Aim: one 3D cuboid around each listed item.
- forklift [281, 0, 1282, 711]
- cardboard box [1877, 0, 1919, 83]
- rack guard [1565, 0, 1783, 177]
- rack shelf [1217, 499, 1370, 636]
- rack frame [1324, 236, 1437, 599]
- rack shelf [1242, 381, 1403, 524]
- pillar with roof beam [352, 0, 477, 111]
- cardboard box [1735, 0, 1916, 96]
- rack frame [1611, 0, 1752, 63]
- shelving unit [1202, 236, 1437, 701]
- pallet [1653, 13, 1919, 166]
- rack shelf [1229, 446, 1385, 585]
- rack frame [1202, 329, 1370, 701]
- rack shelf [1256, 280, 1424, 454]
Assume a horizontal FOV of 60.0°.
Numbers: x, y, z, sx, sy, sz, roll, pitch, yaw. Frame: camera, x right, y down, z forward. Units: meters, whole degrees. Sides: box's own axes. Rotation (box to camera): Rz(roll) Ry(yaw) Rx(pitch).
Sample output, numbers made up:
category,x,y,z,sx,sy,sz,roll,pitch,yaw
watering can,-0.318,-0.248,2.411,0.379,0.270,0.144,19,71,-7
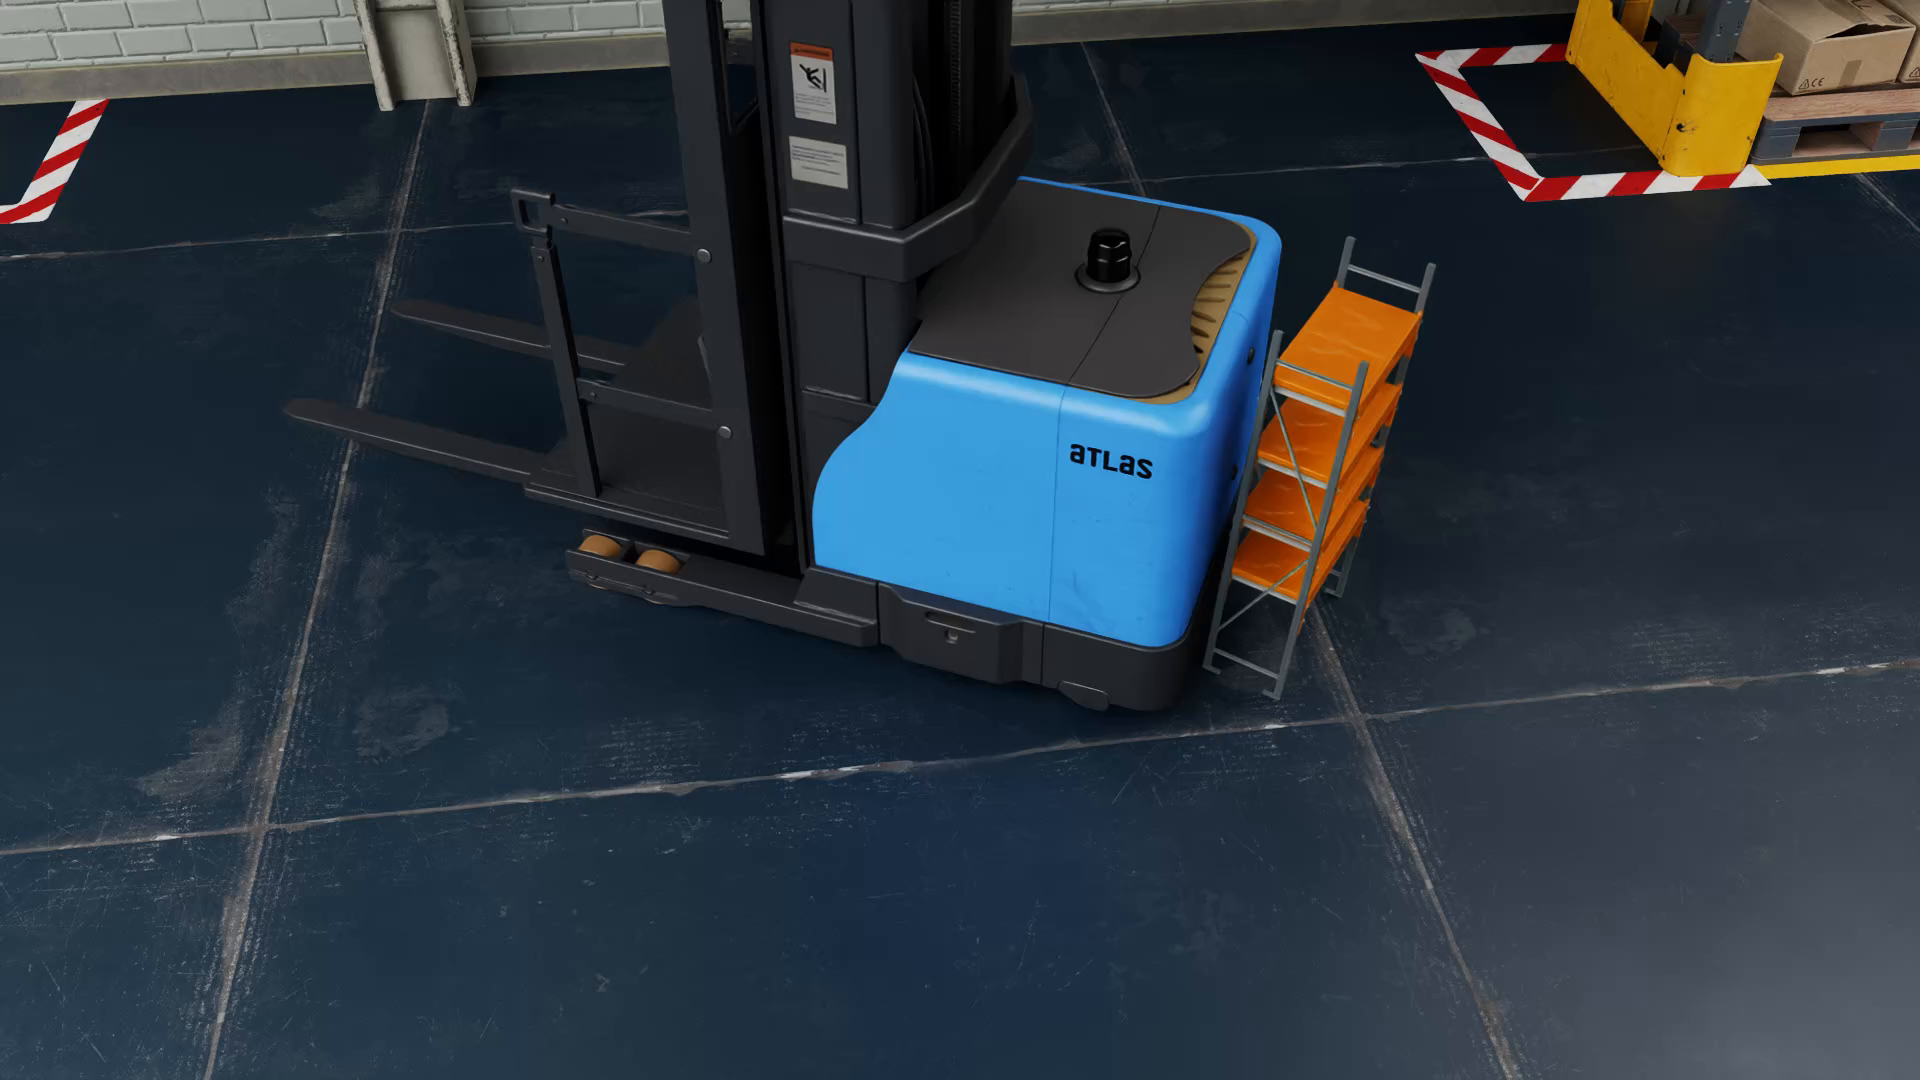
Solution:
category,x,y,z,sx,sy,sz,roll,pitch,yaw
forklift,-0.663,-1.212,4.406,3.031,2.935,1.130,13,44,15
cardboard box,4.244,-2.231,7.163,0.500,0.311,0.500,-2,42,-2
rack guard,3.056,-2.095,7.200,0.348,0.500,1.175,-5,42,-6
rack shelf,0.947,0.027,4.711,0.258,0.148,0.480,24,47,20
rack frame,1.082,-0.306,4.684,0.240,1.200,0.015,24,47,20
rack shelf,0.965,-0.279,4.420,0.258,0.148,0.480,24,47,20
pillar with roof beam,-1.829,-2.500,1.303,0.400,9.000,9.100,-5,42,-6
cardboard box,3.678,-2.182,7.109,0.500,0.311,0.500,-9,43,-10
rack frame,2.981,-3.017,6.355,0.127,3.000,1.000,-5,42,-6
shelving unit,0.958,-0.165,4.528,0.258,1.200,0.503,24,47,20
pallet,3.866,-2.035,7.348,1.213,0.211,1.003,-5,42,-6
rack shelf,0.956,-0.117,4.574,0.258,0.148,0.480,24,47,20
rack frame,0.835,-0.024,4.372,0.240,1.200,0.015,24,47,20
rack shelf,0.975,-0.450,4.258,0.258,0.148,0.480,24,47,20
